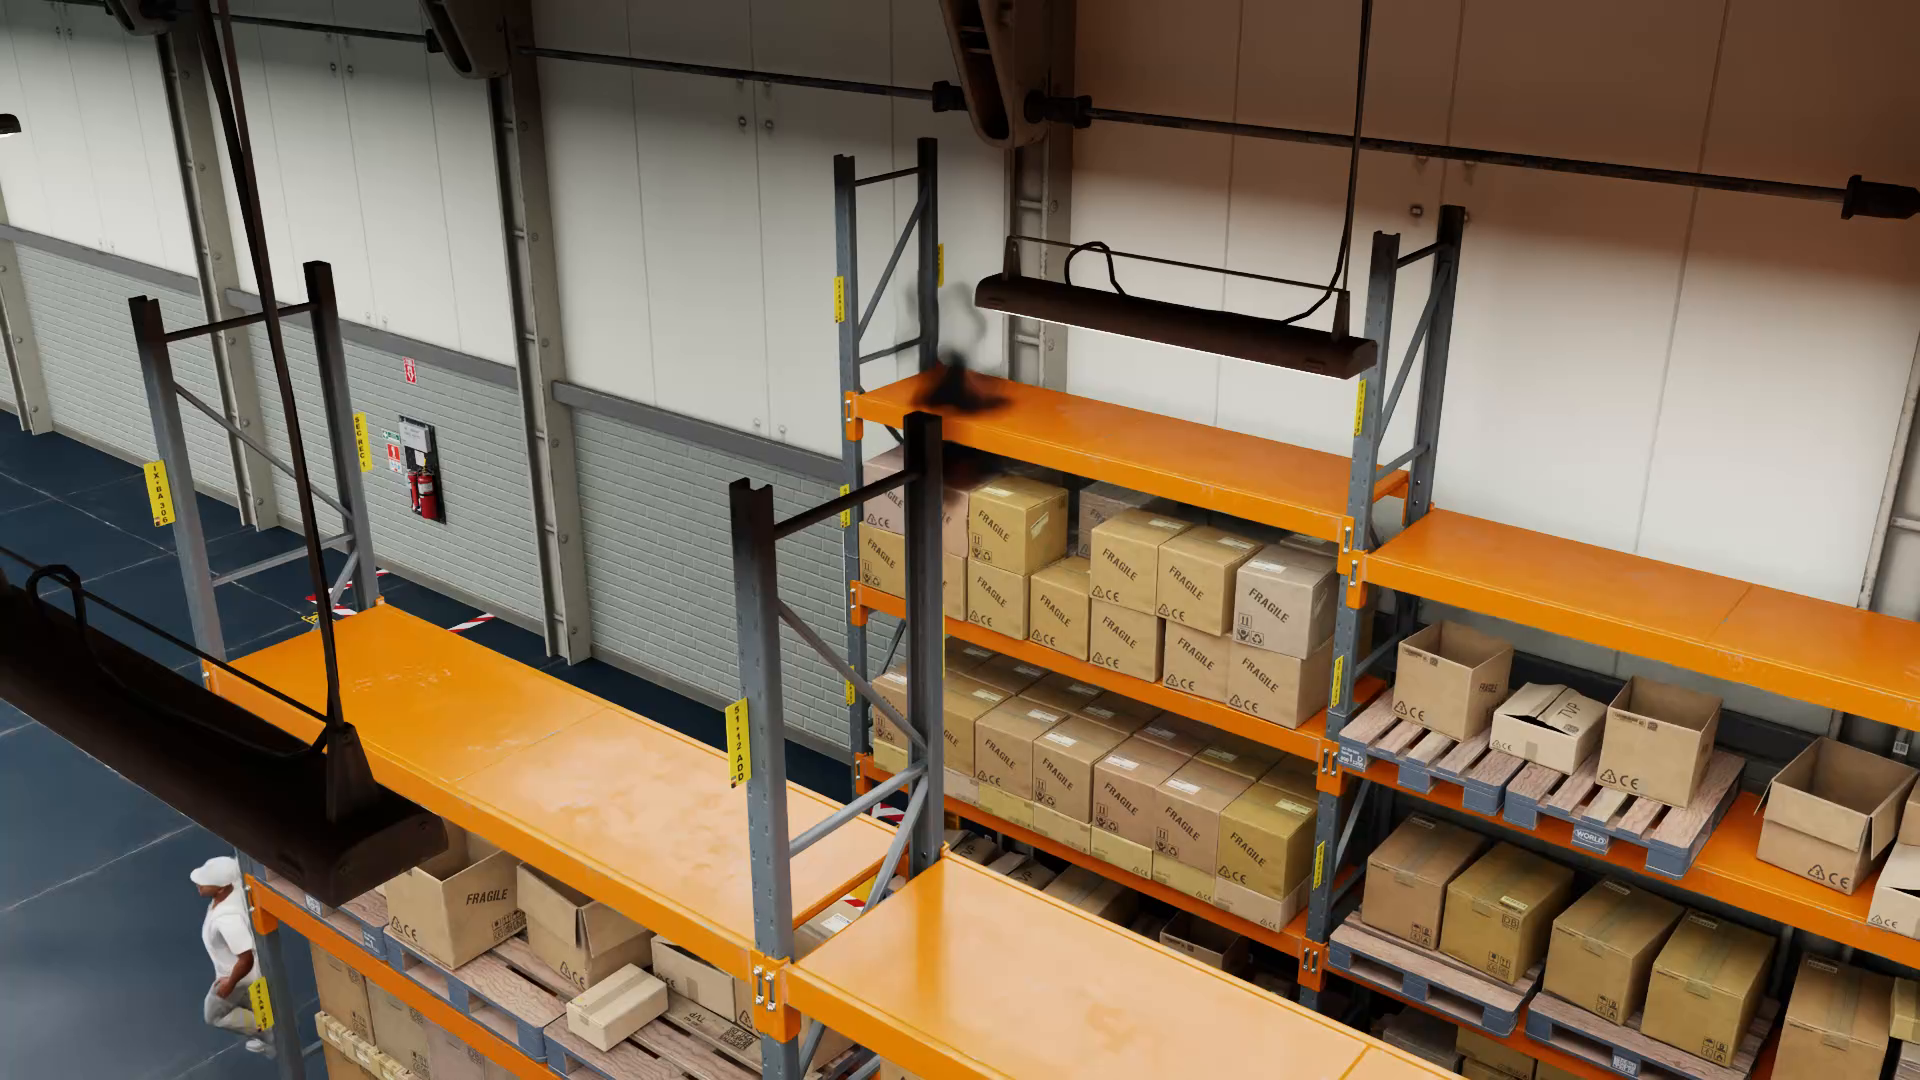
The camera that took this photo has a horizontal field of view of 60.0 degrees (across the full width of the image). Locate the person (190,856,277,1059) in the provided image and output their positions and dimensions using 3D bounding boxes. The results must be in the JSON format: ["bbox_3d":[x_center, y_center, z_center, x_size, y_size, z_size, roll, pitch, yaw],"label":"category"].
[{"bbox_3d":[-4.788,2.814,10.996,0.501,1.726,0.754,-4,23,-10],"label":"person"}]
